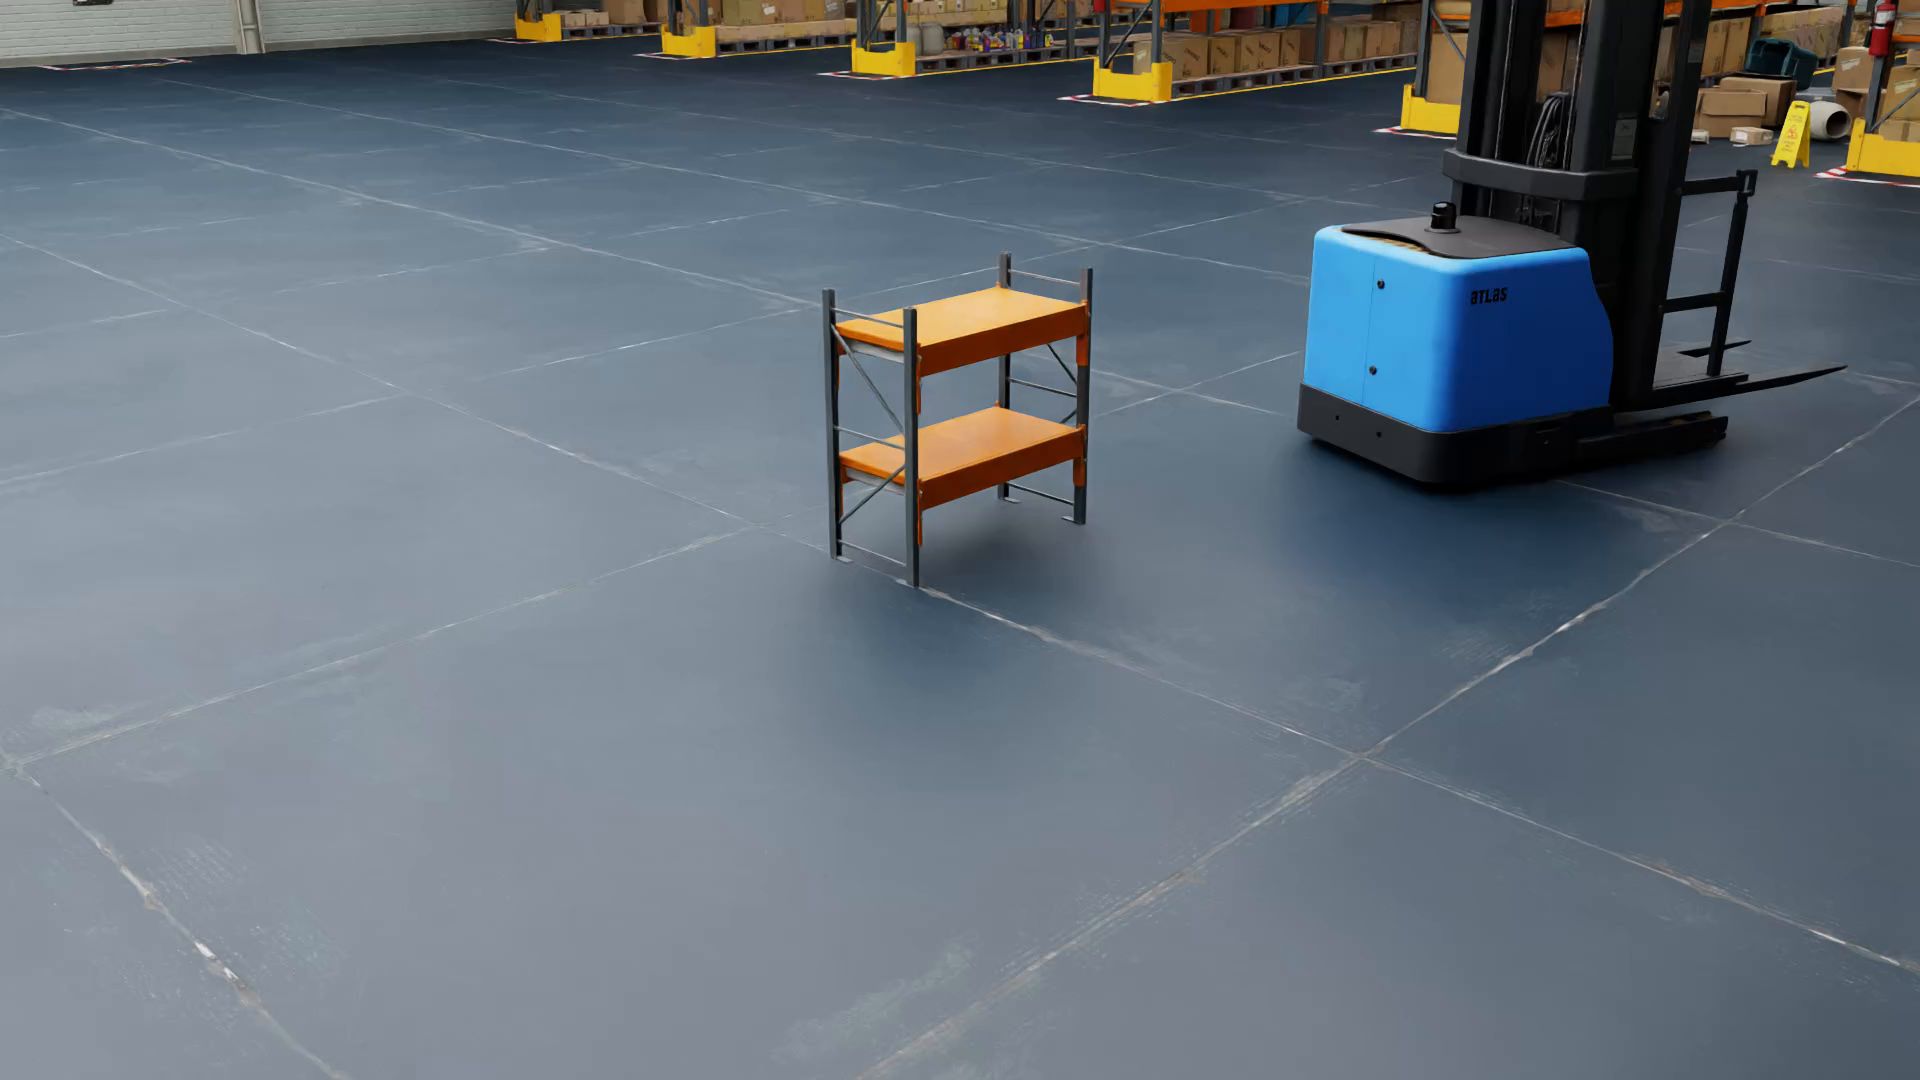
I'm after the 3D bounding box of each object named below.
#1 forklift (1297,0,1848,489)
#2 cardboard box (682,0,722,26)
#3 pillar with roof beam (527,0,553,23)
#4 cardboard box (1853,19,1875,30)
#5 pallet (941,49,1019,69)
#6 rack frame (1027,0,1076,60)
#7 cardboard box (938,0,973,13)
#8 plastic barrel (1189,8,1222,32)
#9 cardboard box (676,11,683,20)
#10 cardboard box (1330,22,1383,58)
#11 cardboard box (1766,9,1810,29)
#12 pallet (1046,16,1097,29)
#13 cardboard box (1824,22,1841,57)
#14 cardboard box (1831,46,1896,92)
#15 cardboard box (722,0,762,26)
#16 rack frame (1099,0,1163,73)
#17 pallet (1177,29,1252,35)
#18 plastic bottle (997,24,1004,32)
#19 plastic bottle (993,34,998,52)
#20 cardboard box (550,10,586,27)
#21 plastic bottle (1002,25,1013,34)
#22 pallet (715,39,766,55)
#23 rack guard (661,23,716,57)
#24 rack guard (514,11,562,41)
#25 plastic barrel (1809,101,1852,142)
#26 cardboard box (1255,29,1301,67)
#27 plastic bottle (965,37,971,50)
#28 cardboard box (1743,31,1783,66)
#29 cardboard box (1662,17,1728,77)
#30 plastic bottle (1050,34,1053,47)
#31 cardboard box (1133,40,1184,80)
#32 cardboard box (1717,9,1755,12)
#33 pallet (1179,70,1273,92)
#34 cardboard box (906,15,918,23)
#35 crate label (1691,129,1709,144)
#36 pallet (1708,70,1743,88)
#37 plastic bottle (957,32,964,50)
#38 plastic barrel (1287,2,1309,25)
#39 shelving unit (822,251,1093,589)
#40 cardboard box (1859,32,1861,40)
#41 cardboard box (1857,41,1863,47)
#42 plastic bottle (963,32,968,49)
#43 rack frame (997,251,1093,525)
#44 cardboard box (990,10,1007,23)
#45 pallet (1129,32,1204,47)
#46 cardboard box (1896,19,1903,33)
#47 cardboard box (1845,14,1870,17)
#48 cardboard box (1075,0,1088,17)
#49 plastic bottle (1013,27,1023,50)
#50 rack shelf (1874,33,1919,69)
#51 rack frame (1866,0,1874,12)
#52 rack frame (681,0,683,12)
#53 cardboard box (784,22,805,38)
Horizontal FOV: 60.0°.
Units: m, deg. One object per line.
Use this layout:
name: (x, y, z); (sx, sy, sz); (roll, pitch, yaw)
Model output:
forklift: (3.241, -1.955, 8.075); (3.031, 2.935, 1.130); (-10, 23, -25)
cardboard box: (-4.612, -9.461, 29.711); (0.500, 0.500, 0.500); (19, 28, 41)
pillar with roof beam: (-5.372, -13.344, 29.250); (9.100, 9.000, 0.400); (19, 28, 41)
cardboard box: (15.343, -8.754, 28.228); (0.250, 0.149, 0.380); (-19, 28, -41)
pallet: (0.214, -7.995, 27.581); (1.003, 0.211, 1.213); (19, 28, 41)
rack frame: (1.564, -9.774, 28.322); (1.000, 3.000, 0.127); (19, 28, 41)
cardboard box: (-0.093, -10.756, 33.344); (0.500, 0.311, 0.500); (19, 28, 40)
plastic barrel: (4.683, -10.115, 31.650); (0.600, 0.830, 0.708); (19, 28, 41)
cardboard box: (-5.886, -10.991, 34.825); (0.380, 0.166, 0.250); (15, 26, 34)
cardboard box: (6.292, -7.987, 26.544); (0.700, 0.500, 0.500); (16, 26, 36)
cardboard box: (12.749, -8.045, 25.679); (0.500, 0.250, 0.500); (20, 28, 41)
pallet: (2.207, -11.236, 36.012); (1.003, 0.211, 1.213); (19, 28, 41)
cardboard box: (13.841, -8.099, 26.864); (0.500, 0.500, 0.500); (19, 28, 40)
cardboard box: (10.916, -5.678, 20.096); (0.500, 0.500, 0.500); (19, 28, 41)
cardboard box: (-3.892, -9.460, 29.708); (0.500, 0.500, 0.500); (19, 28, 41)
rack frame: (2.322, -7.506, 22.422); (1.000, 3.000, 0.127); (19, 28, 41)
pallet: (4.874, -9.713, 32.052); (1.003, 0.211, 1.213); (19, 28, 41)
plastic bottle: (0.703, -8.639, 28.449); (0.185, 0.351, 0.144); (-19, 28, -41)
plastic bottle: (0.570, -8.179, 27.363); (0.097, 0.271, 0.097); (0, 21, 0)
cardboard box: (-7.778, -10.331, 32.906); (0.500, 0.311, 0.500); (15, 26, 35)
plastic bottle: (0.807, -8.603, 28.355); (0.144, 0.351, 0.185); (19, 28, 41)
pallet: (-4.270, -8.892, 29.914); (1.003, 0.211, 1.213); (19, 28, 41)
rack guard: (-4.790, -8.813, 29.307); (1.175, 0.500, 0.348); (19, 28, 41)
rack guard: (-8.272, -10.078, 32.598); (1.175, 0.500, 0.348); (19, 28, 41)
plastic barrel: (9.779, -4.733, 18.798); (0.421, 0.421, 0.512); (-2, 21, -5)
cardboard box: (4.805, -7.471, 25.229); (0.500, 0.500, 0.500); (18, 28, 39)
plastic bottle: (0.135, -8.294, 27.759); (0.097, 0.201, 0.097); (0, 21, 0)
cardboard box: (12.062, -7.442, 25.155); (0.500, 0.500, 0.500); (18, 27, 38)
cardboard box: (10.289, -7.081, 23.868); (0.750, 0.750, 1.050); (-20, 28, -41)
plastic bottle: (1.534, -8.502, 28.300); (0.097, 0.201, 0.097); (0, 21, 0)
cardboard box: (2.770, -6.691, 23.202); (0.500, 0.500, 0.500); (-14, 25, -32)
cardboard box: (12.020, -8.048, 25.686); (0.500, 0.250, 0.500); (-20, 28, -41)
pallet: (3.818, -6.736, 24.305); (1.003, 0.211, 1.213); (19, 28, 41)
cardboard box: (-1.166, -10.100, 32.418); (0.500, 0.250, 0.500); (-19, 28, -41)
crate label: (8.270, -4.531, 18.672); (0.250, 0.136, 0.298); (5, 22, 13)
pallet: (10.782, -6.810, 24.497); (1.003, 0.211, 1.213); (19, 28, 41)
plastic bottle: (0.013, -8.296, 27.651); (0.061, 0.283, 0.133); (19, 28, 41)
plastic barrel: (6.753, -10.911, 33.621); (0.600, 0.901, 0.708); (19, 28, 41)
shelving unit: (0.005, -0.527, 6.877); (0.538, 1.125, 1.048); (19, 28, 41)
cardboard box: (14.915, -8.500, 27.981); (0.380, 0.149, 0.250); (19, 28, 40)
cardboard box: (14.846, -8.270, 27.798); (0.250, 0.149, 0.380); (-19, 28, -40)
plastic bottle: (0.033, -8.355, 27.814); (0.152, 0.276, 0.135); (18, 28, 39)
rack frame: (0.359, -0.657, 7.217); (0.500, 1.125, 0.032); (19, 28, 41)
cardboard box: (0.615, -10.759, 34.133); (0.500, 0.250, 0.500); (-19, 28, -41)
pallet: (3.786, -9.311, 31.005); (1.003, 0.211, 1.213); (19, 28, 41)
cardboard box: (9.627, -5.151, 16.645); (0.380, 0.149, 0.250); (19, 28, 40)
cardboard box: (15.871, -9.227, 29.458); (0.380, 0.149, 0.250); (18, 27, 38)
cardboard box: (2.405, -11.526, 35.752); (0.500, 0.500, 0.500); (18, 27, 39)
plastic bottle: (0.962, -8.373, 27.756); (0.144, 0.351, 0.185); (19, 28, 40)
rack shelf: (10.818, -5.204, 17.436); (1.077, 0.370, 4.000); (19, 28, 41)
rack frame: (16.967, -10.351, 29.825); (1.000, 3.000, 0.127); (19, 28, 41)
rack frame: (-5.534, -12.253, 34.773); (1.000, 3.000, 0.127); (19, 28, 41)
cardboard box: (-3.192, -9.366, 30.509); (0.500, 0.250, 0.500); (19, 28, 41)
